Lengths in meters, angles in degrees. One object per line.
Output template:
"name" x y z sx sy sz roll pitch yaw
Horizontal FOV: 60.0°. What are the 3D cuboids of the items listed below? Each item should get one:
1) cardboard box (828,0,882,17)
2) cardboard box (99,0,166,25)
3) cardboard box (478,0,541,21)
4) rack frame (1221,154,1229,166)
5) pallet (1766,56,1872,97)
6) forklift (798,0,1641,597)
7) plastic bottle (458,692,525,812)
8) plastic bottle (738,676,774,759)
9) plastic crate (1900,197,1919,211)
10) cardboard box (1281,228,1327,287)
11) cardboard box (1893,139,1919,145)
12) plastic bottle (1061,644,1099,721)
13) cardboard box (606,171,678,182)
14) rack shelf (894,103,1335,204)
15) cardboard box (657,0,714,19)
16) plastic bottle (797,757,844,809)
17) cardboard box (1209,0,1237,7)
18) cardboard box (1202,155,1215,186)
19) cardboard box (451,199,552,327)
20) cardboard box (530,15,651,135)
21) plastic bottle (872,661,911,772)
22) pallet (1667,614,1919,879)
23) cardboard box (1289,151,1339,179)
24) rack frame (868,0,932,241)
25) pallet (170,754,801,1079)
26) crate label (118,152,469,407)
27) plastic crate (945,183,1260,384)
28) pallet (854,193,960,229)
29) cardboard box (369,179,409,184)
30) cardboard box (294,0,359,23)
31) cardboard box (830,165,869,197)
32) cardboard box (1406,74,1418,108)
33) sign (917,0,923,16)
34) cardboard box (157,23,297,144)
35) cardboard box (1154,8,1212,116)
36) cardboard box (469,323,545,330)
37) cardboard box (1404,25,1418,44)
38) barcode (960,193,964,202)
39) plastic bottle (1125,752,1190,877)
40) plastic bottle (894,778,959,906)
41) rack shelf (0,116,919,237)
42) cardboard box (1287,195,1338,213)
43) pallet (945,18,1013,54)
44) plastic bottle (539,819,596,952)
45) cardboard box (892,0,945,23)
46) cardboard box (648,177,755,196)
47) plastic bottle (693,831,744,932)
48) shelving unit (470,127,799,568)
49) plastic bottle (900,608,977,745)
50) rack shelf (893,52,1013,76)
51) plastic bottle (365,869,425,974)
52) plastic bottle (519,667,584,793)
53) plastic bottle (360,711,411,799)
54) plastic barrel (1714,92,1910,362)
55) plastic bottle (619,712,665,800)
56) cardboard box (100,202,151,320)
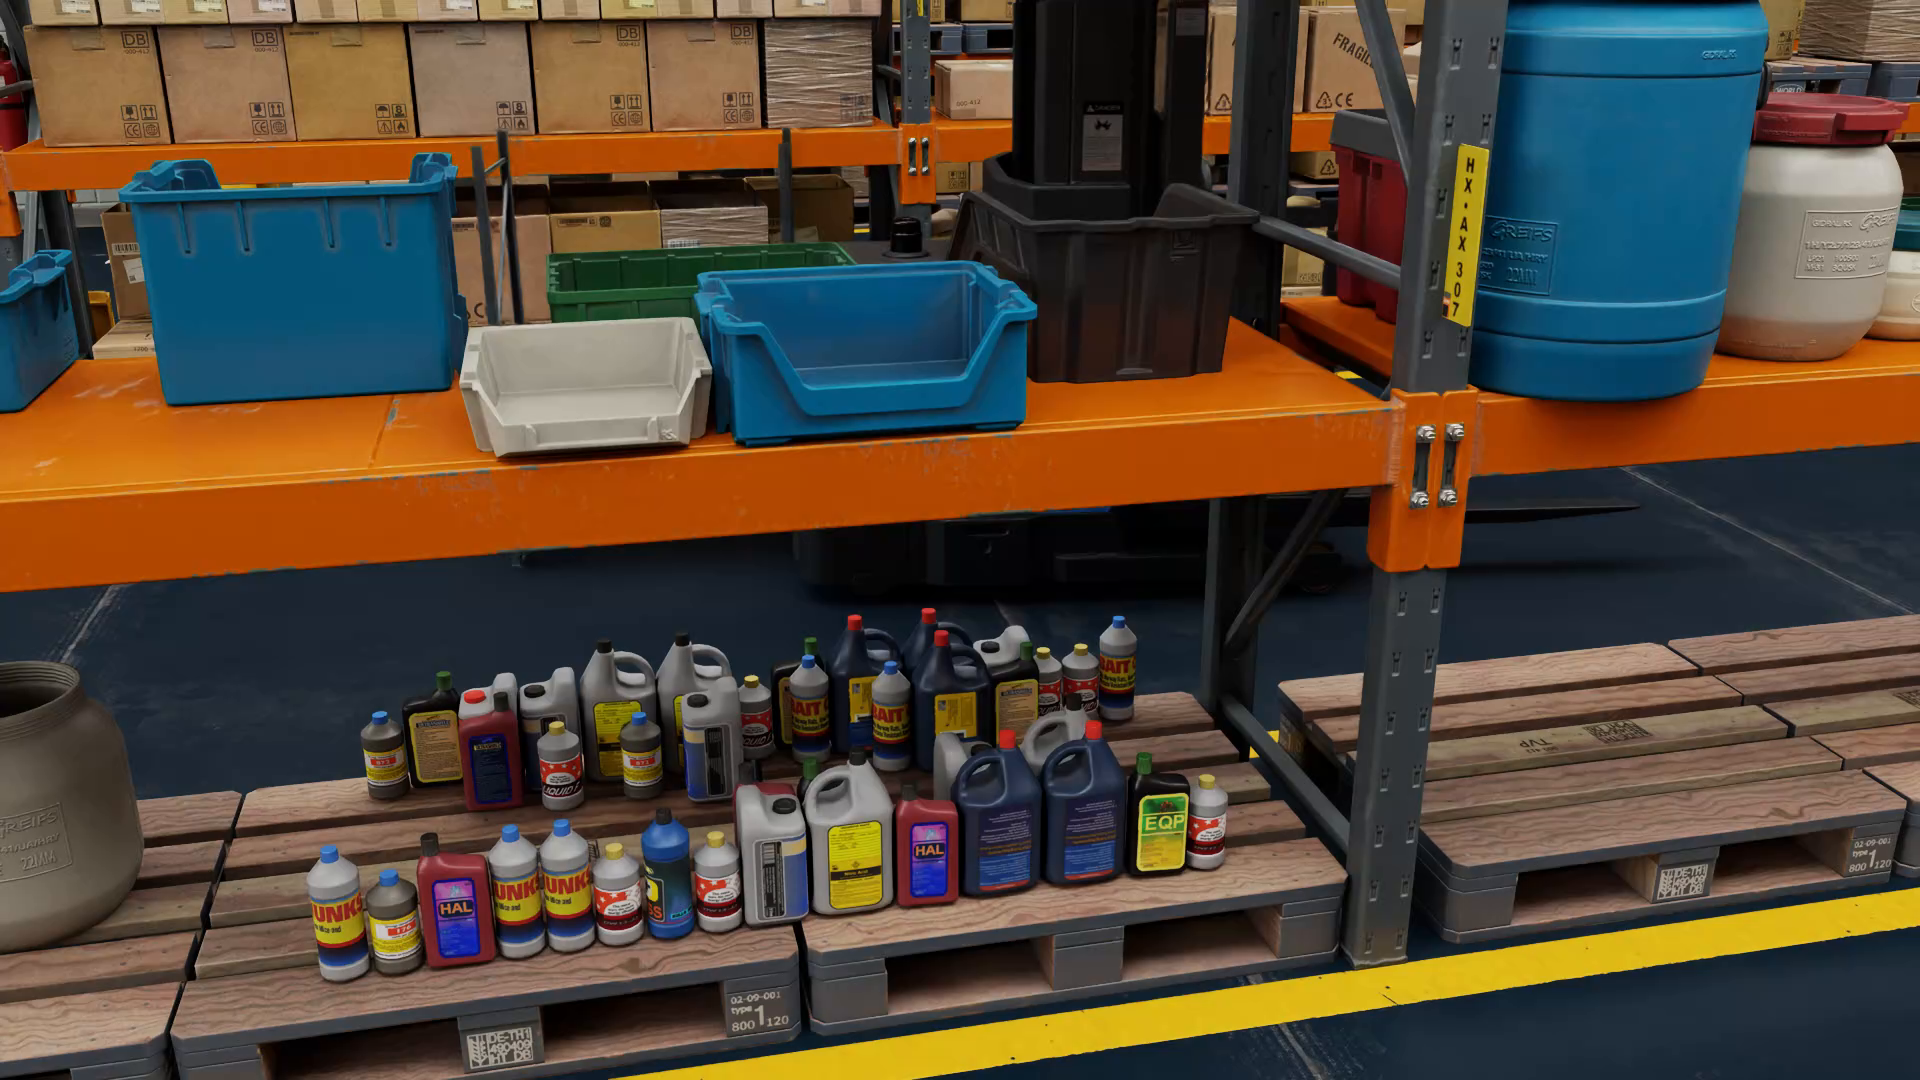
"cardboard box" -0.526 -2.539 7.796 0.250 0.149 0.380 -5 21 -13
"cardboard box" -3.516 -2.296 7.134 0.250 0.149 0.380 -5 21 -14
"cardboard box" -2.020 -2.417 7.463 0.250 0.149 0.380 -4 20 -11
"rack frame" 2.438 -4.255 13.570 0.127 3.000 1.000 -5 21 -12
"pallet" 4.225 -2.584 9.288 1.003 0.211 1.213 -5 21 -12
"forklift" 0.925 -1.366 5.782 3.031 2.935 1.130 -1 20 -4
"plastic bottle" -1.104 0.496 3.909 0.133 0.283 0.061 -5 21 -12
"plastic bottle" -0.520 0.440 4.182 0.097 0.201 0.097 0 20 0
"plastic crate" 2.455 -0.755 4.323 0.662 0.188 0.450 -5 21 -12
"cardboard box" 1.644 -1.521 8.679 0.500 0.311 0.500 -4 21 -11
"cardboard box" 5.974 -2.263 10.036 0.500 0.250 0.500 -5 21 -12
"plastic bottle" 0.315 0.372 4.368 0.097 0.201 0.097 0 20 0
"cardboard box" -2.455 -2.876 12.799 0.500 0.500 0.500 -6 21 -17
"rack shelf" 1.635 -2.101 8.735 4.000 0.370 1.077 -5 21 -12
"cardboard box" -1.277 -2.477 7.628 0.250 0.149 0.380 -5 21 -13
"plastic bottle" -0.285 0.603 3.618 0.133 0.283 0.061 -5 21 -12
"cardboard box" 1.983 -4.468 13.366 0.500 0.500 0.700 -7 21 -19
"cardboard box" 1.750 -3.214 13.721 0.500 0.500 0.700 -4 21 -12
"cardboard box" -2.170 -1.308 7.821 0.500 0.500 0.500 -5 21 -12
"cardboard box" -1.742 -2.208 7.836 0.500 0.500 0.700 -4 21 -12
"plastic bottle" -0.169 0.429 4.109 0.097 0.271 0.097 0 20 0
"pallet" 2.770 0.514 4.604 1.213 0.211 1.003 -5 21 -12
"cardboard box" 3.184 -3.457 13.906 0.750 0.750 0.750 -5 21 -13
"rack frame" -0.311 -2.281 8.180 0.127 3.000 1.000 -5 21 -12
"pallet" -1.028 0.824 3.758 1.213 0.211 1.003 -5 21 -12
"crate label" -1.338 -0.559 3.427 0.616 0.435 0.502 -5 21 -12
"plastic crate" 0.287 -0.594 3.666 0.504 0.338 0.767 -5 21 -12
"pallet" -0.697 -2.691 13.355 1.213 0.211 1.003 -5 21 -12
"cardboard box" -4.098 -2.636 12.418 0.500 0.311 0.500 -3 20 -8
"cardboard box" -2.768 -2.357 7.299 0.250 0.149 0.380 -5 21 -14
"cardboard box" -0.742 -3.035 13.234 0.500 0.500 0.700 -4 20 -11
"cardboard box" 2.354 -2.360 8.760 0.250 0.149 0.380 -3 20 -8
"sign" -0.182 -2.539 7.510 0.005 0.325 0.100 -5 21 -12
"cardboard box" -3.236 -2.087 7.505 0.500 0.500 0.700 -4 21 -11
"cardboard box" 0.953 -2.425 8.427 0.500 0.500 0.500 -3 20 -9
"cardboard box" -2.170 -0.956 7.951 0.500 0.250 0.500 -5 21 -12
"cardboard box" 3.554 -4.166 13.663 0.250 0.149 0.380 -5 21 -13
"barcode" 0.033 -1.645 8.043 0.075 0.075 0.001 -5 21 -12
"plastic bottle" 0.433 0.595 3.639 0.133 0.283 0.061 -4 20 -10
"plastic bottle" -0.071 0.636 3.527 0.133 0.283 0.061 -3 20 -9
"rack shelf" -2.257 -1.785 7.871 4.000 0.370 1.077 -5 21 -12
"cardboard box" 1.998 -1.740 9.274 0.500 0.311 0.500 -5 21 -14
"pallet" 0.521 -3.995 13.138 1.213 0.211 1.003 -5 21 -12
"plastic bottle" -0.800 0.695 3.384 0.097 0.271 0.097 0 20 0
"cardboard box" -0.406 -4.263 12.806 0.500 0.500 0.700 -3 20 -7
"cardboard box" -1.319 -1.565 8.522 0.500 0.500 0.500 -5 21 -12
"plastic bottle" -0.504 0.703 3.462 0.097 0.201 0.097 0 20 0
"shelving unit" -1.121 -0.700 6.046 1.048 1.500 0.538 -1 20 -4
"plastic bottle" -0.056 0.340 4.237 0.185 0.351 0.144 -4 21 -11
"rack shelf" 0.492 -3.759 13.261 4.000 0.370 1.077 -5 21 -12
"plastic bottle" -1.131 0.754 3.323 0.097 0.201 0.097 0 20 0
"plastic bottle" -0.994 0.453 4.038 0.135 0.276 0.152 -5 21 -14
"plastic bottle" -1.381 0.510 3.991 0.097 0.201 0.097 0 20 0
"plastic barrel" 1.807 -0.688 3.635 0.433 0.535 0.433 0 20 0
"plastic bottle" -0.764 0.510 3.989 0.097 0.201 0.097 0 20 0
"cardboard box" -3.750 -1.364 7.975 0.500 0.500 0.500 -5 21 -12
